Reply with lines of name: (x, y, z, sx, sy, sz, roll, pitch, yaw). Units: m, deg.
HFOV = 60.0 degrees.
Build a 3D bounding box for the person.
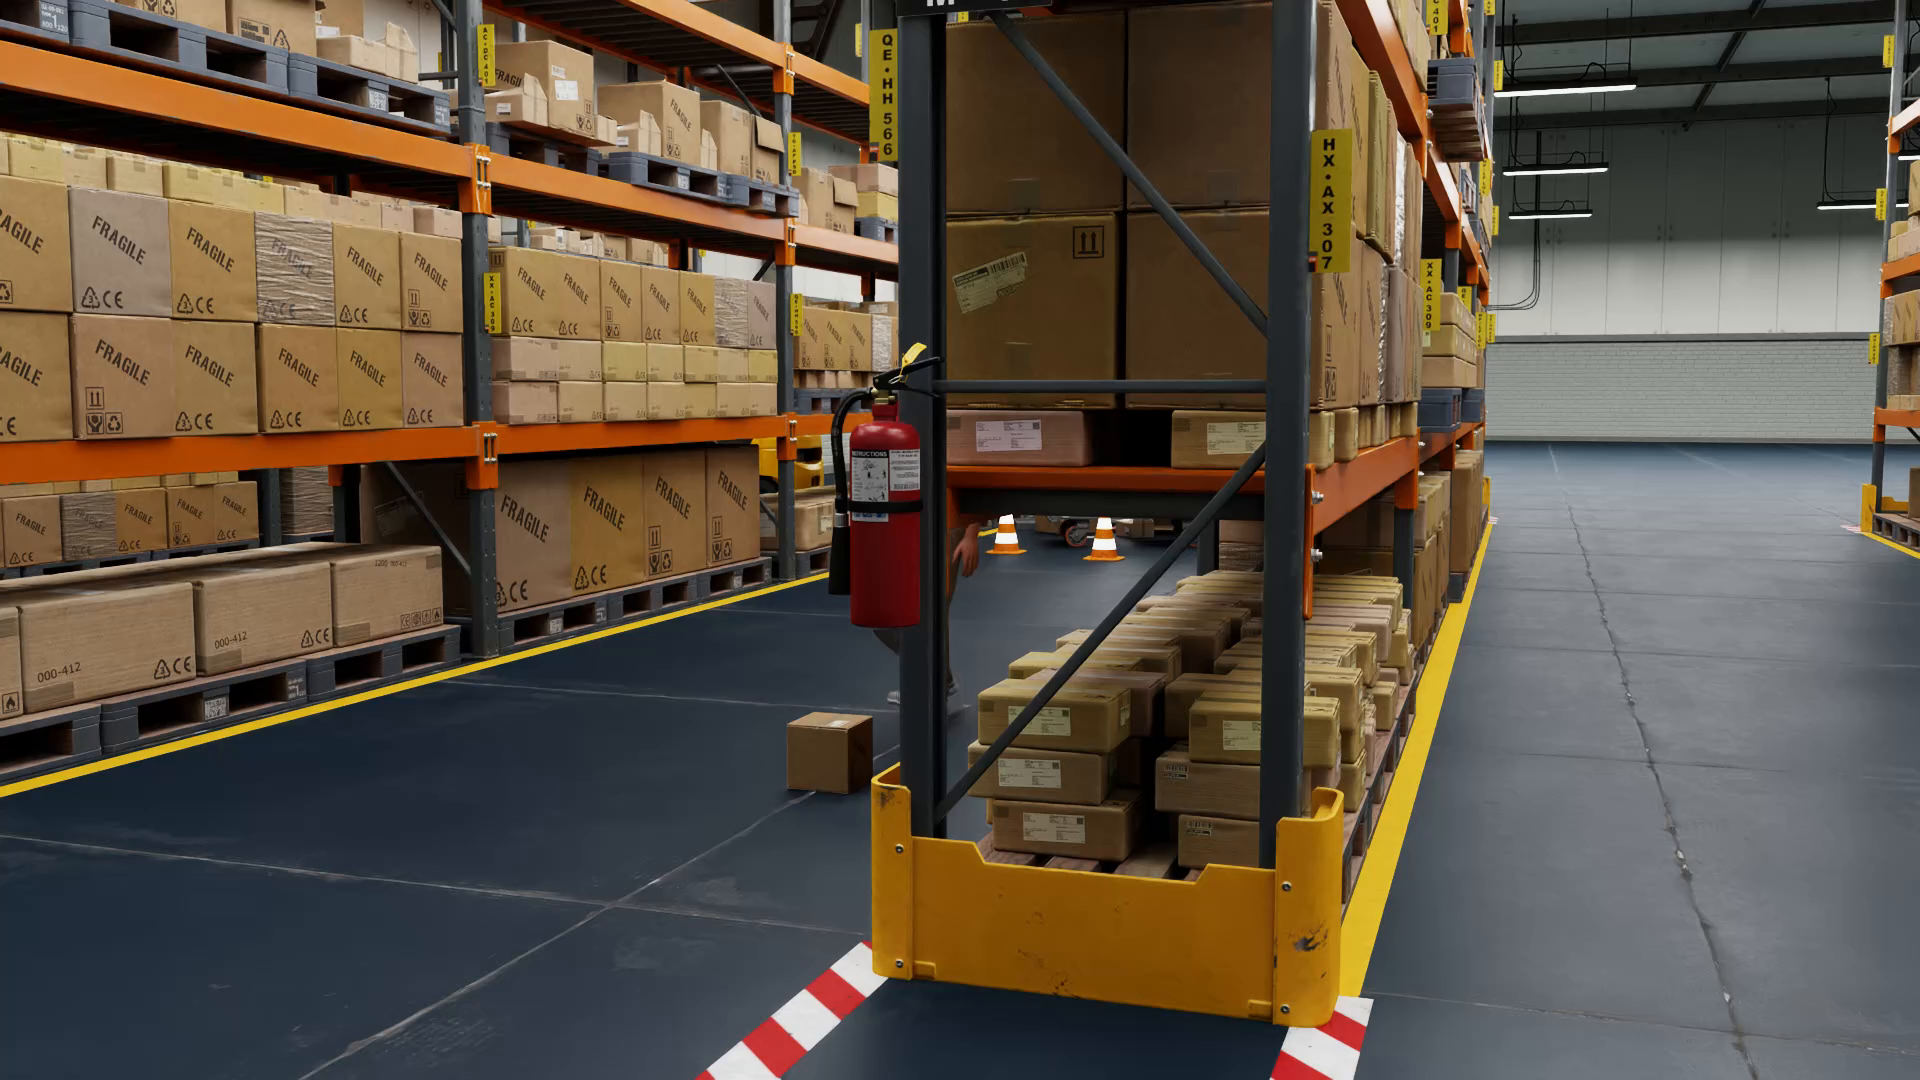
person: (-0.145, -0.021, 7.360, 0.566, 1.730, 0.588, 4, 6, 35)
